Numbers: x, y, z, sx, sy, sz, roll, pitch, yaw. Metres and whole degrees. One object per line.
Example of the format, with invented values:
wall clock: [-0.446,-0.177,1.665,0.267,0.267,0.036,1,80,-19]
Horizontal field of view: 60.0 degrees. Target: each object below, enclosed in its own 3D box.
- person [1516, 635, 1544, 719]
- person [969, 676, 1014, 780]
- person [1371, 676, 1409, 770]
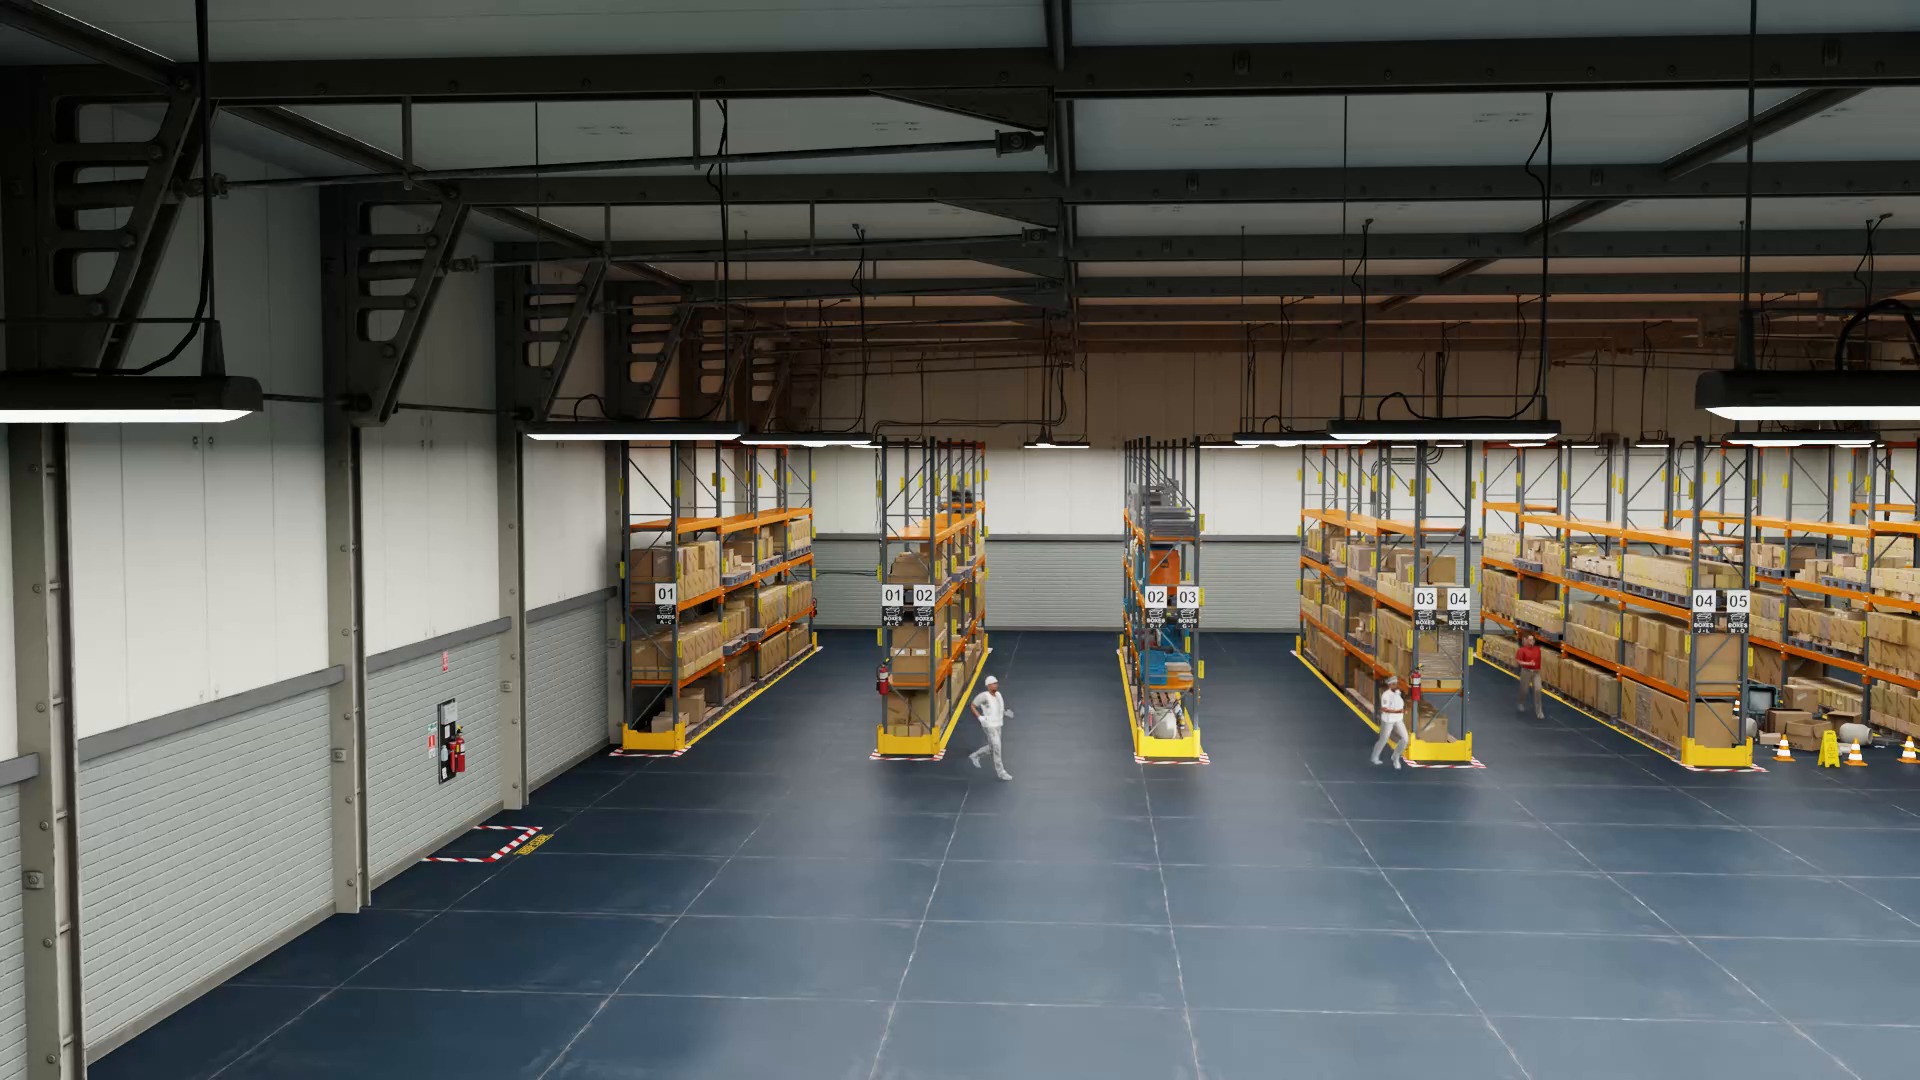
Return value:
person: [12.298,2.919,35.868,0.653,1.740,0.977,0,3,-6]
person: [0.538,3.273,29.154,0.962,1.787,0.683,2,4,34]
person: [7.794,3.274,29.938,0.585,1.702,0.853,-1,3,-23]
